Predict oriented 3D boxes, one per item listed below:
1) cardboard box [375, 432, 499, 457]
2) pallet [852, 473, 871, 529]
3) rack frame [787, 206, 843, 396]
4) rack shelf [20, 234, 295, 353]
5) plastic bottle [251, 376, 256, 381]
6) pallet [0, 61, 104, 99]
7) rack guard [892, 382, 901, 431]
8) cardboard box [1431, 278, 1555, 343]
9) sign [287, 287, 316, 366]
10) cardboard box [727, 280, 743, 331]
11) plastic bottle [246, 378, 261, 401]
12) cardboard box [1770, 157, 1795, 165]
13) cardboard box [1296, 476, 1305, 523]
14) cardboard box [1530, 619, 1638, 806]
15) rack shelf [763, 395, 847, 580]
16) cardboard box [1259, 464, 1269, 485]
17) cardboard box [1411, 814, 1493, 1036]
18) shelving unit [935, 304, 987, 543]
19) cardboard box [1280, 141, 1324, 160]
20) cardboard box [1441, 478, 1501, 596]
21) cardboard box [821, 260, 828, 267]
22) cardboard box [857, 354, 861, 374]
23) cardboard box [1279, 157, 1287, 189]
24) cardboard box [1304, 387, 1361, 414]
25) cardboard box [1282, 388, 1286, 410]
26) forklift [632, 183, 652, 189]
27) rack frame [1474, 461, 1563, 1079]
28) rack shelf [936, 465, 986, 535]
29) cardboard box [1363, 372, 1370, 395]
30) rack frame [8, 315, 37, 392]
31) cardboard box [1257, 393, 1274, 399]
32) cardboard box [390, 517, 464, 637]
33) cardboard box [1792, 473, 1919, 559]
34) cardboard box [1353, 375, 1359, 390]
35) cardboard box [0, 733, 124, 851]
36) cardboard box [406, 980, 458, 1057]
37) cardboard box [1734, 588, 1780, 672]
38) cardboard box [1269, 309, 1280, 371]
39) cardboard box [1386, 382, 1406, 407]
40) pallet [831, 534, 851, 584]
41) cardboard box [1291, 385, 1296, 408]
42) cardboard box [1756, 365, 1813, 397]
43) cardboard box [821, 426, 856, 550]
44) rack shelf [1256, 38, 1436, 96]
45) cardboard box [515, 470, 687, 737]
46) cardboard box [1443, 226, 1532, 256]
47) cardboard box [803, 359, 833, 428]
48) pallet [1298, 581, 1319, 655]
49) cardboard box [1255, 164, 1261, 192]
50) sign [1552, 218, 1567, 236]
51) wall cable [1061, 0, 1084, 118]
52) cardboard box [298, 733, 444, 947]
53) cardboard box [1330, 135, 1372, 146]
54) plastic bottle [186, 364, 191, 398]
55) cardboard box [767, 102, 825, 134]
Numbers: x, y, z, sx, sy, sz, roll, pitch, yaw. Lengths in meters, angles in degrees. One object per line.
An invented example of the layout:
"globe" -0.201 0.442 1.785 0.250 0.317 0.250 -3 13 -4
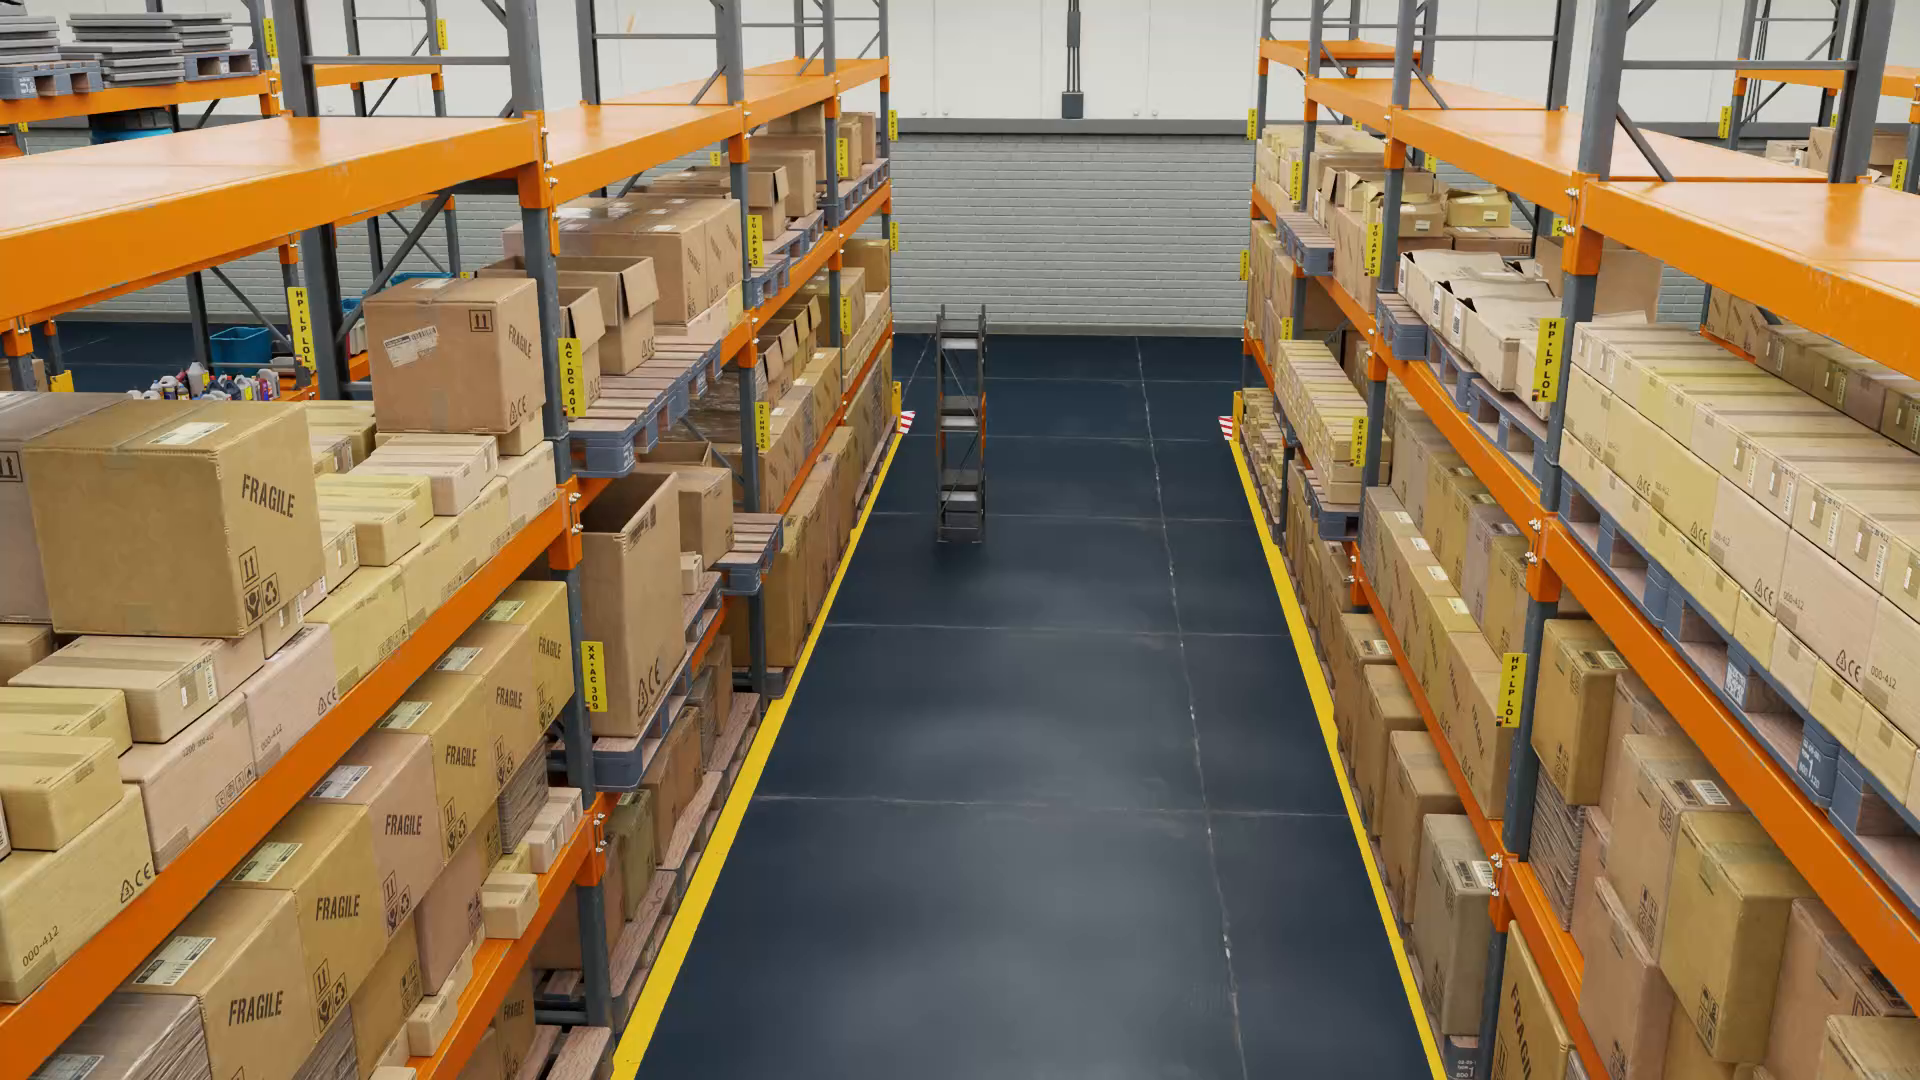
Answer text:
"cardboard box" -1.980 -0.359 6.310 0.380 0.149 0.250 1 18 5
"pallet" -1.429 -0.397 16.123 1.003 0.211 1.213 1 18 4
"rack frame" -1.561 -1.488 14.974 1.000 3.000 0.127 1 18 4
"rack shelf" -6.645 -2.061 13.060 1.077 0.370 4.000 1 18 4
"plastic bottle" -6.333 -1.371 14.937 0.097 0.201 0.097 0 18 0
"pallet" -6.706 -3.151 11.359 1.213 0.211 1.003 1 18 4
"rack guard" -1.273 -1.550 19.177 1.175 0.500 0.348 1 18 4
"cardboard box" 2.748 -1.199 8.582 0.500 0.311 0.500 1 18 3
"sign" -2.689 -0.873 6.816 0.100 0.325 0.005 1 18 4
"cardboard box" -1.638 -1.447 10.271 0.500 0.250 0.500 1 18 4
"plastic bottle" -6.234 -1.296 14.588 0.152 0.276 0.135 1 18 4
"cardboard box" 8.302 -3.729 16.565 0.380 0.149 0.250 2 18 6
"cardboard box" 3.026 -0.325 13.560 0.500 0.250 0.500 2 18 5
"cardboard box" 2.744 0.668 6.418 0.875 0.550 0.550 1 18 4
"rack shelf" -1.705 -0.525 13.190 1.077 0.370 4.000 1 18 4
"cardboard box" 3.141 -0.641 16.294 0.380 0.149 0.250 1 18 4
"cardboard box" 2.760 1.814 7.837 1.050 0.750 0.750 1 18 4
"shelving unit" 0.012 -1.049 15.080 0.431 2.100 0.503 1 18 4
"cardboard box" 3.195 -3.633 15.499 0.380 0.149 0.250 1 18 4
"cardboard box" 2.944 -0.012 8.702 0.700 0.500 0.500 1 18 3
"cardboard box" -1.645 -2.697 17.223 0.500 0.500 0.500 1 18 2
"cardboard box" -1.154 -1.698 16.019 0.380 0.149 0.250 1 18 2
"cardboard box" 3.240 -3.410 15.460 0.500 0.250 0.500 2 18 6
"cardboard box" 2.765 -1.030 12.351 0.380 0.149 0.250 2 18 7
"cardboard box" 2.856 -1.150 13.672 0.380 0.149 0.250 1 18 4
"forklift" -2.906 -2.038 16.762 1.130 2.935 3.031 0 18 0
"rack frame" 2.805 1.139 6.957 1.000 3.000 0.127 1 18 4
"rack shelf" 0.012 -0.371 15.302 0.431 0.518 0.480 1 18 4
"cardboard box" 3.509 -1.281 13.592 0.380 0.149 0.250 2 18 6
"rack frame" -6.788 -0.356 11.520 1.000 3.000 0.127 1 18 4
"cardboard box" 3.389 -1.472 17.874 0.380 0.149 0.250 2 18 5
"cardboard box" -1.986 0.110 5.520 0.500 0.250 0.500 1 18 4
"cardboard box" 2.295 -0.058 4.080 0.380 0.149 0.250 1 18 3
"cardboard box" 3.547 -1.298 14.124 0.380 0.149 0.250 1 18 3
"cardboard box" -2.056 0.537 3.578 0.380 0.149 0.250 2 18 5
"cardboard box" -1.979 1.655 5.785 0.380 0.149 0.250 1 18 4
"cardboard box" 2.314 0.244 4.441 0.380 0.149 0.250 2 18 5
"cardboard box" 3.170 -1.852 15.448 0.500 0.500 0.500 1 18 2
"cardboard box" 3.432 -1.091 12.537 0.380 0.149 0.250 1 18 3
"pallet" -1.542 0.079 14.671 1.003 0.211 1.213 1 18 4
"cardboard box" 2.822 -1.130 13.133 0.380 0.149 0.250 2 18 6
"cardboard box" 3.026 -0.445 5.902 0.500 0.250 0.500 1 18 3
"cardboard box" -1.587 -0.479 14.631 1.225 0.875 0.875 1 18 4
"rack shelf" 3.522 -4.474 15.614 1.077 0.370 4.000 1 18 4
"cardboard box" -1.938 0.268 7.976 1.000 1.000 1.000 1 18 4
"cardboard box" 3.398 -1.748 10.789 0.500 0.500 0.500 1 18 4
"cardboard box" -1.365 -1.231 14.028 0.500 0.500 0.500 2 18 6
"pallet" 3.239 0.601 13.077 1.003 0.211 1.213 1 18 4
"cardboard box" 3.378 -3.809 17.479 0.500 0.250 0.500 2 18 6
"sign" 3.645 -1.797 10.143 0.100 0.325 0.005 1 18 4
"wall cable" 2.568 -8.789 22.455 2.277 5.999 0.120 1 18 4
"cardboard box" -2.003 0.944 5.306 0.500 0.500 0.500 1 18 4
"cardboard box" 3.811 -3.862 16.201 0.380 0.149 0.250 2 18 5
"plastic bottle" -6.953 -1.439 15.011 0.061 0.283 0.133 1 18 4
"cardboard box" -1.488 -3.856 15.184 0.500 0.250 0.500 0 18 0
